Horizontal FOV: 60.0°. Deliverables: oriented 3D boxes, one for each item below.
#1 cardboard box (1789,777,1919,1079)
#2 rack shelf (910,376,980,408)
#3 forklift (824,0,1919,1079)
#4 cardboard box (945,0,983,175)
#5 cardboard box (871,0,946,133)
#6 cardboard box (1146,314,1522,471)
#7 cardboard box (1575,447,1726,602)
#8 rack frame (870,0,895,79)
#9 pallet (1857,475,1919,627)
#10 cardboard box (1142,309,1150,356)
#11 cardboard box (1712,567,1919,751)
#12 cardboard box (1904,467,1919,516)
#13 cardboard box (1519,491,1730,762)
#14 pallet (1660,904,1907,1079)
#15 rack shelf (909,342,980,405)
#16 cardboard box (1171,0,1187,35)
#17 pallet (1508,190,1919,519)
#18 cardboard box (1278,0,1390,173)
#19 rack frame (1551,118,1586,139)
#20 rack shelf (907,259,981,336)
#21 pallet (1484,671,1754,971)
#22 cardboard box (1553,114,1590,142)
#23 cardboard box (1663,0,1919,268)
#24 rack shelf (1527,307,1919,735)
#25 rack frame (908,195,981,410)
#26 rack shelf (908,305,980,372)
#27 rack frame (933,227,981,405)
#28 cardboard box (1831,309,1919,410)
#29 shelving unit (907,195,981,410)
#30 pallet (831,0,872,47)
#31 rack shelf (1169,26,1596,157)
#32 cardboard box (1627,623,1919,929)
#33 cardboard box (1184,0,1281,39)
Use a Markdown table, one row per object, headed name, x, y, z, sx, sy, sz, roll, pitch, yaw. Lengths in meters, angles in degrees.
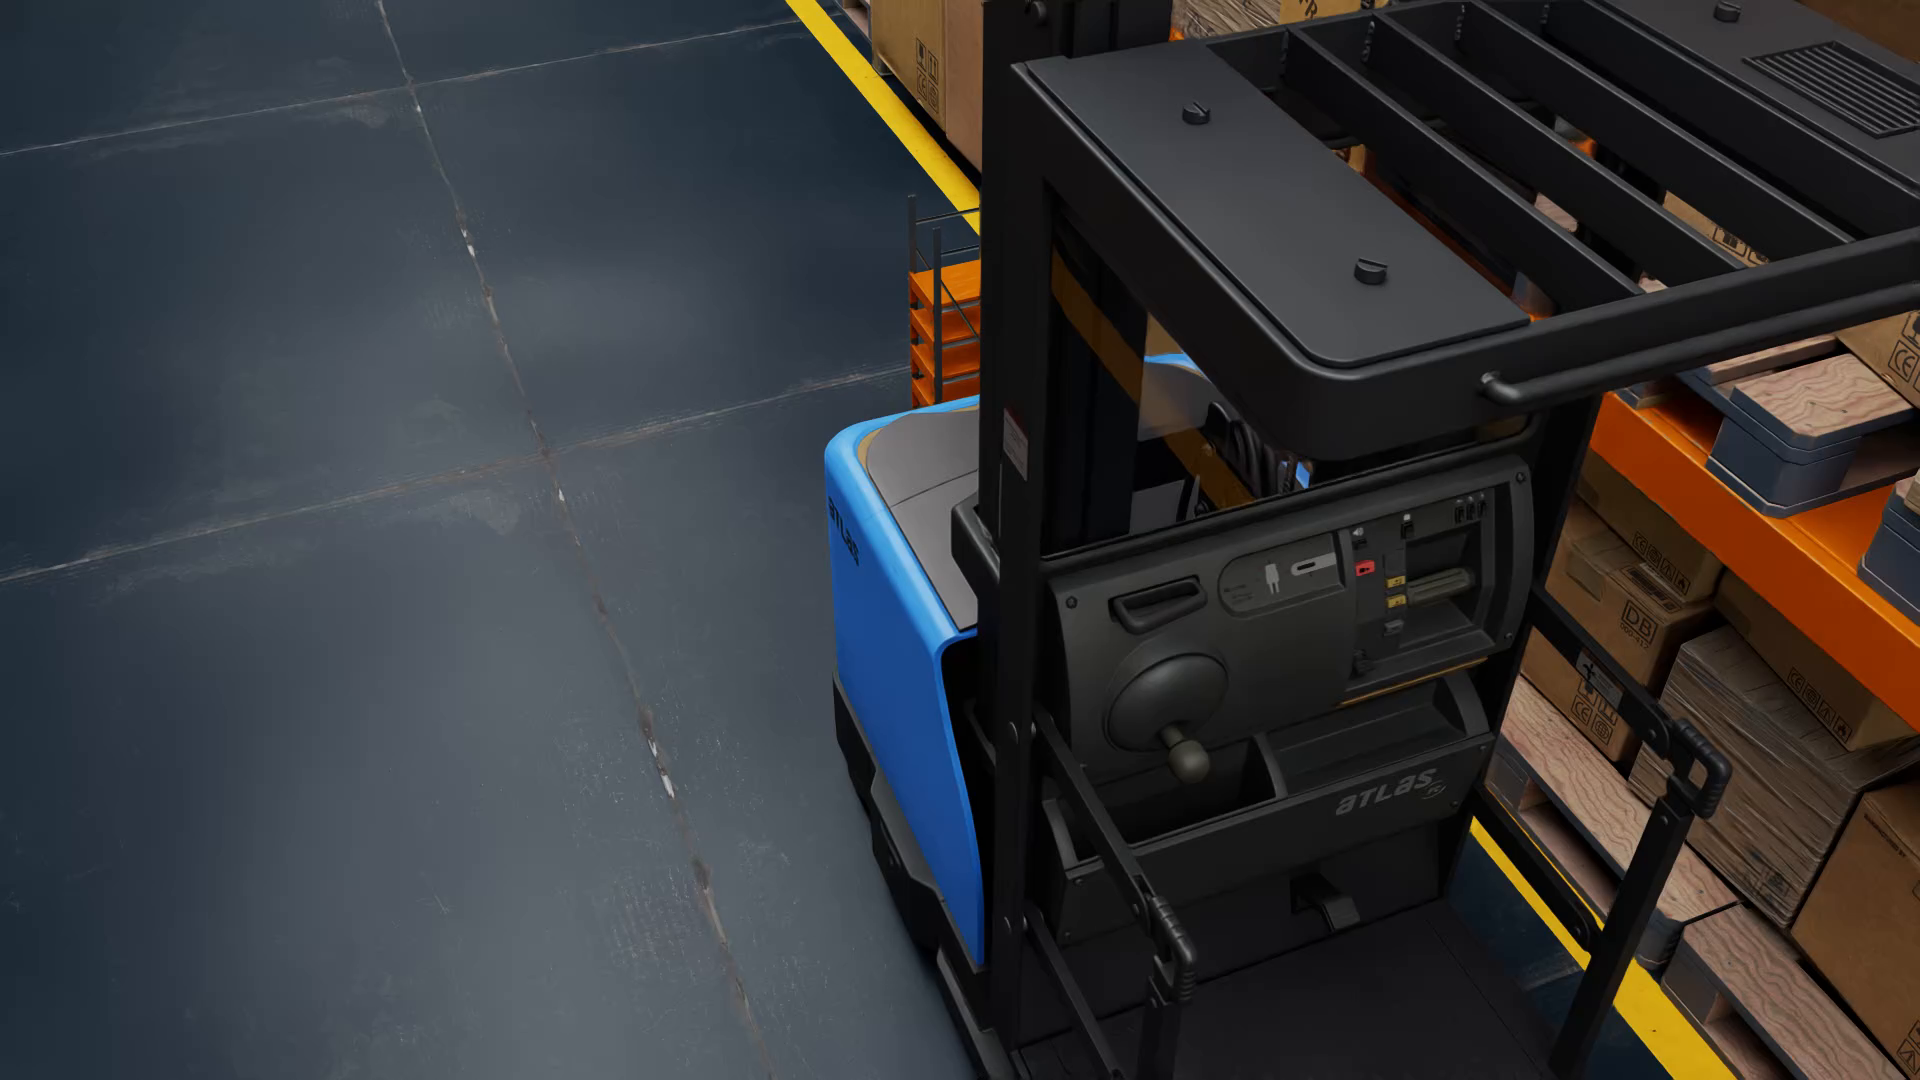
| name | x | y | z | sx | sy | sz | roll | pitch | yaw |
| --- | --- | --- | --- | --- | --- | --- | --- | --- | --- |
| cardboard box | 2.324 | 0.809 | 3.588 | 0.700 | 0.500 | 0.500 | -12 | 42 | -13 |
| rack shelf | 0.006 | -0.413 | 4.878 | 0.258 | 0.103 | 0.180 | -15 | 43 | -17 |
| forklift | 0.681 | 0.218 | 2.748 | 1.130 | 2.935 | 3.031 | -15 | 43 | -16 |
| cardboard box | 0.677 | -1.886 | 6.450 | 1.225 | 0.875 | 0.875 | -17 | 43 | -18 |
| cardboard box | 0.334 | -2.424 | 7.076 | 1.225 | 0.875 | 0.875 | -15 | 43 | -17 |
| cardboard box | 1.357 | -0.816 | 5.206 | 1.225 | 0.875 | 0.875 | -17 | 44 | -19 |
| cardboard box | 1.885 | -0.149 | 4.127 | 0.500 | 0.250 | 0.500 | -13 | 42 | -15 |
| rack frame | 0.071 | -3.451 | 6.963 | 1.000 | 3.000 | 0.127 | -15 | 43 | -17 |
| pallet | 2.397 | 0.214 | 2.848 | 1.003 | 0.211 | 1.213 | -15 | 43 | -17 |
| cardboard box | 1.023 | -1.355 | 5.832 | 1.225 | 0.875 | 0.875 | -15 | 43 | -17 |
| cardboard box | 2.098 | 0.168 | 3.758 | 0.500 | 0.250 | 0.500 | -11 | 42 | -12 |
| cardboard box | 2.030 | -0.077 | 2.832 | 0.500 | 0.250 | 0.500 | -16 | 43 | -18 |
| cardboard box | 1.876 | 0.138 | 4.368 | 0.700 | 0.500 | 0.500 | -17 | 44 | -19 |
| pallet | 2.362 | 1.221 | 3.668 | 1.003 | 0.211 | 1.213 | -15 | 43 | -17 |
| rack shelf | 0.006 | -0.504 | 4.799 | 0.258 | 0.103 | 0.180 | -15 | 43 | -17 |
| cardboard box | 0.797 | -1.929 | 5.115 | 0.500 | 0.500 | 0.500 | -16 | 43 | -18 |
| pallet | 1.972 | -0.566 | 3.755 | 1.213 | 0.211 | 1.003 | -15 | 43 | -17 |
| cardboard box | 1.184 | -1.315 | 4.402 | 0.500 | 0.500 | 0.500 | -14 | 43 | -16 |
| rack frame | 1.601 | -1.041 | 4.160 | 1.000 | 3.000 | 0.127 | -15 | 43 | -17 |
| rack shelf | 0.006 | -0.685 | 4.643 | 0.258 | 0.103 | 0.180 | -15 | 43 | -17 |
| pallet | 1.899 | 0.487 | 4.522 | 1.003 | 0.211 | 1.213 | -15 | 43 | -17 |
| cardboard box | 1.667 | -1.440 | 4.547 | 0.500 | 0.500 | 0.500 | -14 | 43 | -16 |
| cardboard box | 1.845 | -0.923 | 3.624 | 0.500 | 0.500 | 0.500 | -20 | 45 | -22 |
| rack shelf | 2.367 | 0.436 | 2.994 | 1.077 | 0.370 | 4.000 | -15 | 43 | -17 |
| rack frame | -0.029 | -0.501 | 4.913 | 0.240 | 1.200 | 0.006 | -15 | 43 | -17 |
| rack shelf | 0.006 | -0.594 | 4.721 | 0.258 | 0.103 | 0.180 | -15 | 43 | -17 |
| rack frame | 0.041 | -0.391 | 4.785 | 0.240 | 1.200 | 0.006 | -15 | 43 | -17 |
| cardboard box | 2.151 | -0.612 | 3.262 | 0.700 | 0.500 | 0.500 | -9 | 42 | -11 |
| shelving unit | 0.006 | -0.446 | 4.849 | 0.258 | 1.200 | 0.189 | -15 | 43 | -17 |
| pallet | -0.148 | -2.871 | 8.427 | 1.003 | 0.211 | 1.213 | -15 | 43 | -17 |
| rack shelf | 0.836 | -1.973 | 5.796 | 1.077 | 0.370 | 4.000 | -15 | 43 | -17 |
| cardboard box | 2.100 | 0.469 | 3.984 | 0.700 | 0.500 | 0.500 | -19 | 44 | -20 |
| cardboard box | 0.998 | -1.617 | 4.753 | 0.500 | 0.500 | 0.500 | -15 | 43 | -17 |
